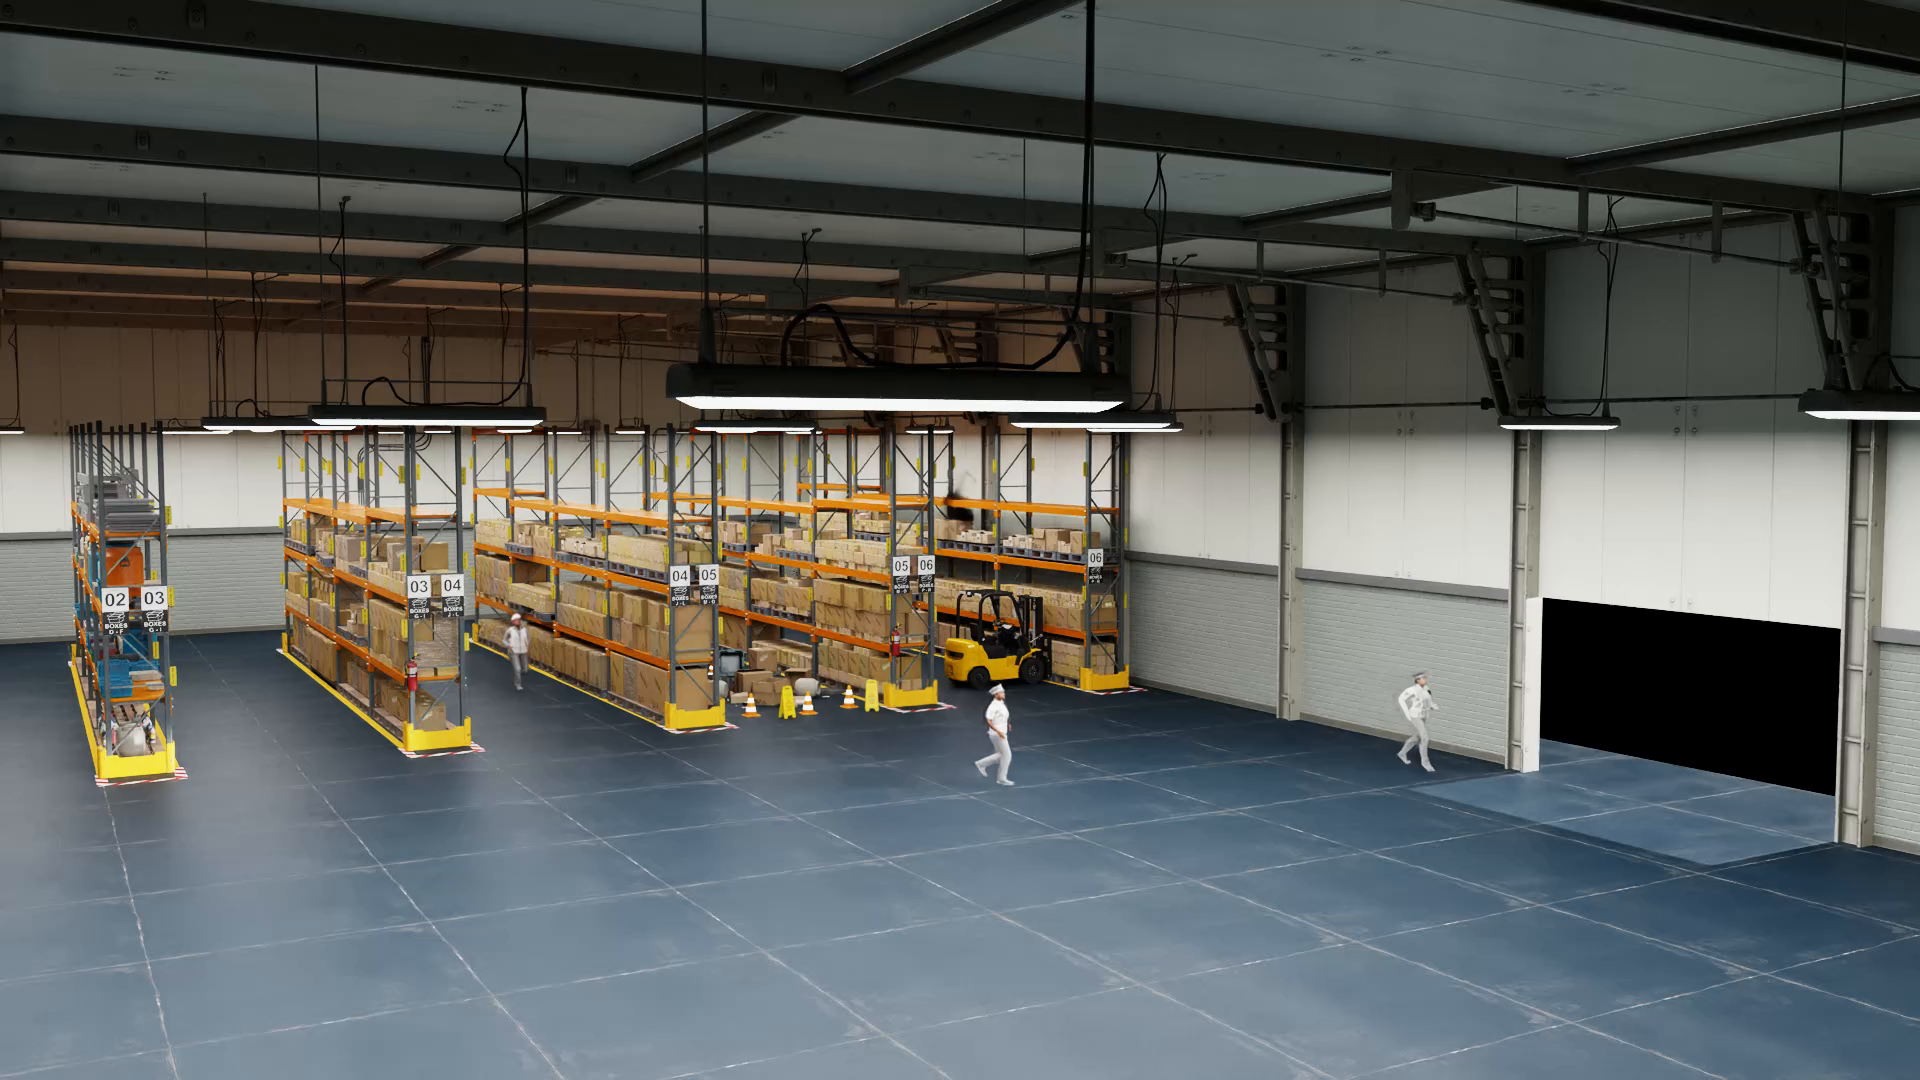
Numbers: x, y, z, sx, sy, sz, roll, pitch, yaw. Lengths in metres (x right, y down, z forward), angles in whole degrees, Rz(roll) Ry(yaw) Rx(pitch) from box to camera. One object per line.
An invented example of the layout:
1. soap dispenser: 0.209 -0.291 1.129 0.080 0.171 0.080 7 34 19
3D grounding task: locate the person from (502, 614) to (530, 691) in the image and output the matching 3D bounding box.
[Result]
1. person: -10.032 2.534 37.661 0.659 1.722 0.614 -2 4 -34

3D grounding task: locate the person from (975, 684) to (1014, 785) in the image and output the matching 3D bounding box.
1. person: 0.582 3.202 27.453 0.628 1.687 0.576 1 4 11

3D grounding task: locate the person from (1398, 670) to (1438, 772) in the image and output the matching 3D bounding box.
1. person: 7.922 3.098 28.759 0.605 1.729 0.813 -3 5 -42
